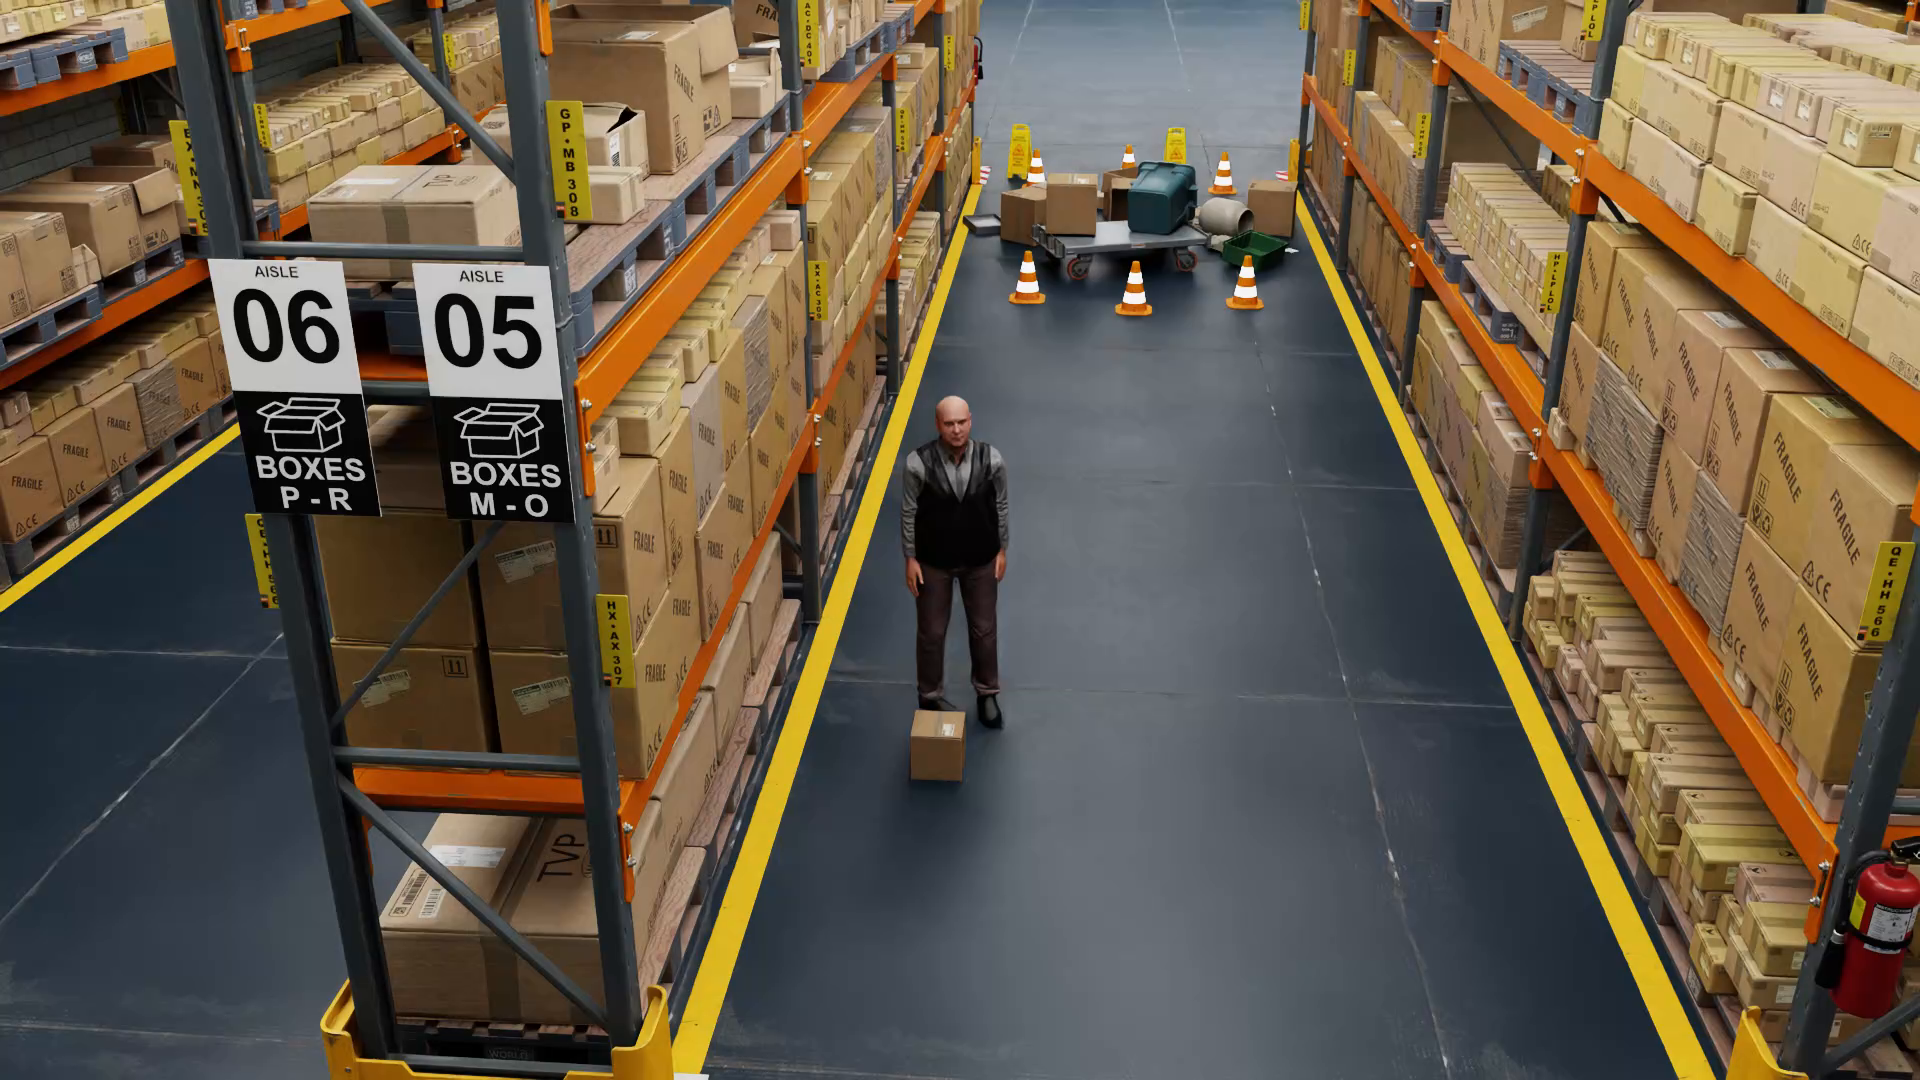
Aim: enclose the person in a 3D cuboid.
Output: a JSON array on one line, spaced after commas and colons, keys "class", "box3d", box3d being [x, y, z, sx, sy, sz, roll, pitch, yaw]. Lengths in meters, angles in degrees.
[{"class": "person", "box3d": [-0.017, 0.113, 8.347, 0.549, 1.730, 0.393, -4, 25, -9]}]
